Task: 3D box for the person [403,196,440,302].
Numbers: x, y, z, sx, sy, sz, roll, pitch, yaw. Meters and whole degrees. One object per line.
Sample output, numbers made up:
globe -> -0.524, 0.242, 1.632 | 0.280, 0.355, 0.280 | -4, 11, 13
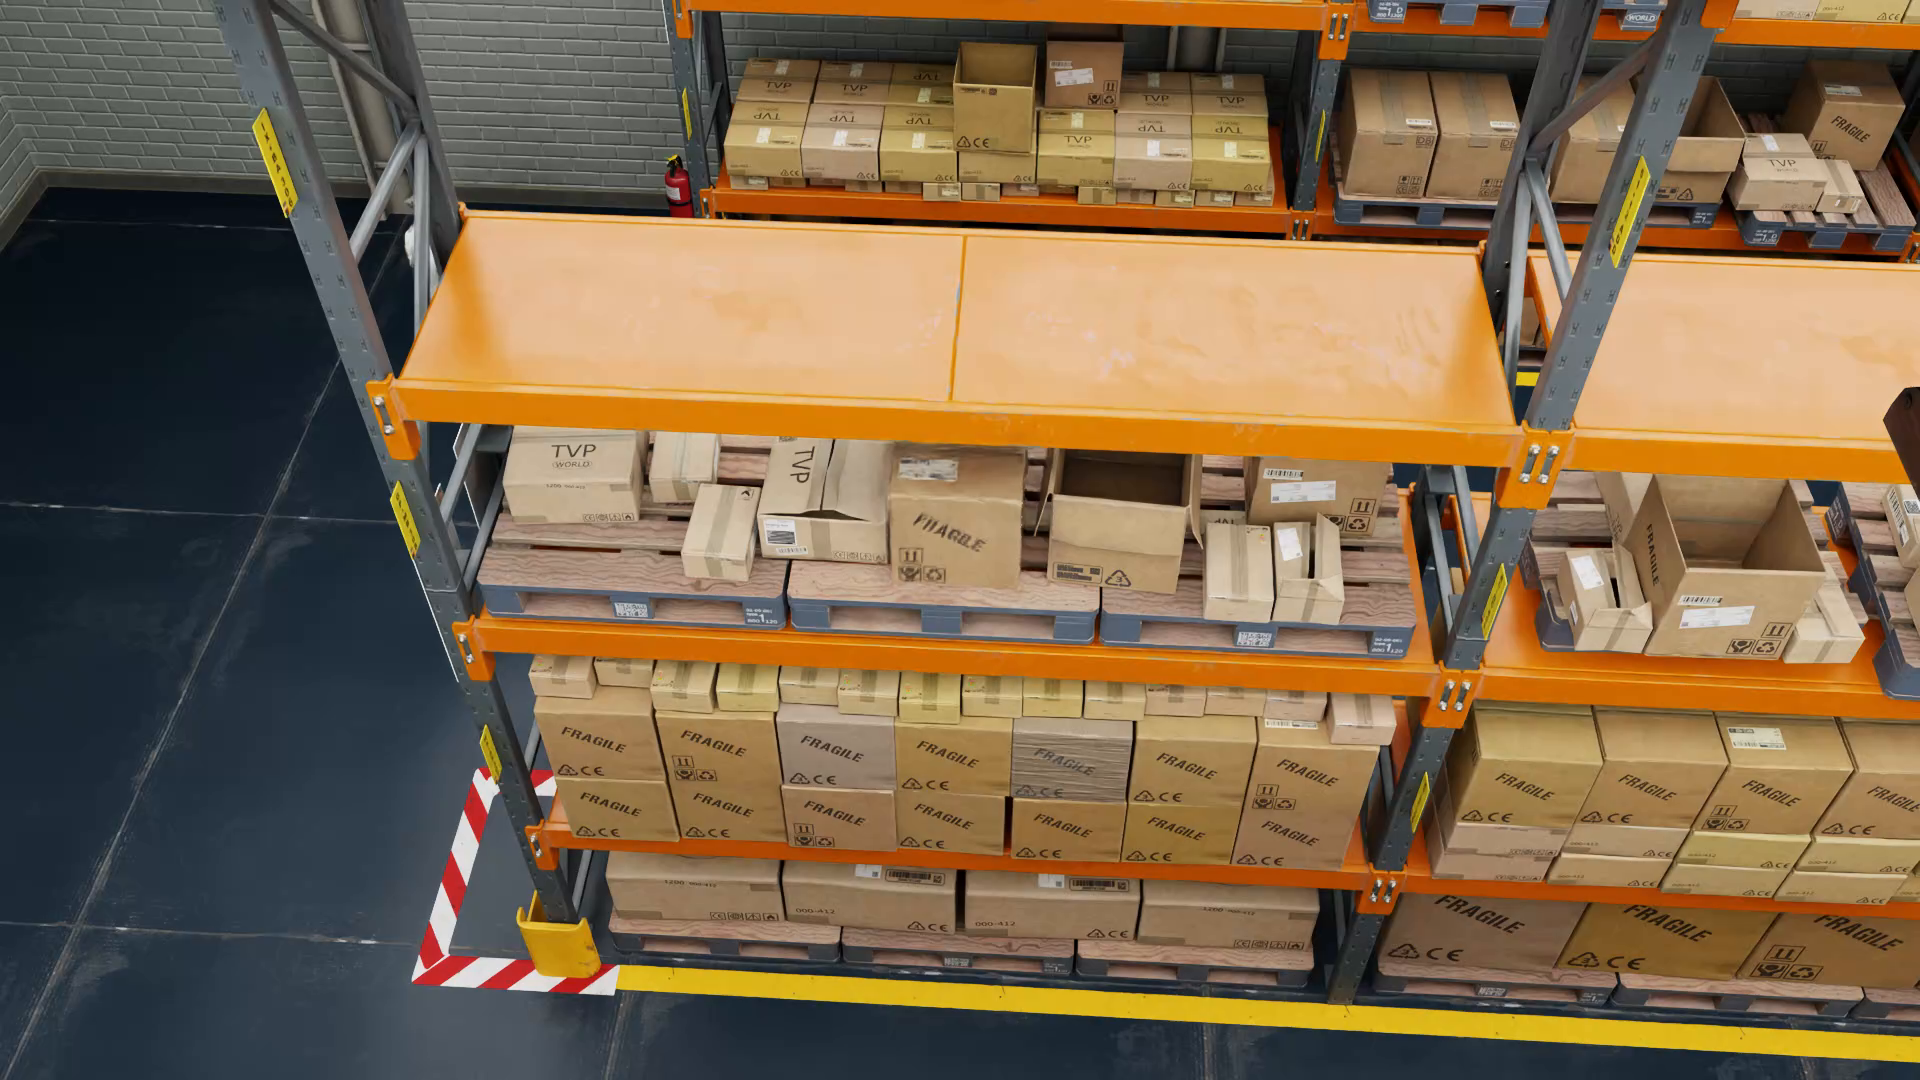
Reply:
person -> -3.384, -1.657, 11.088 | 0.451, 1.670, 0.672 | 1, 48, 1
